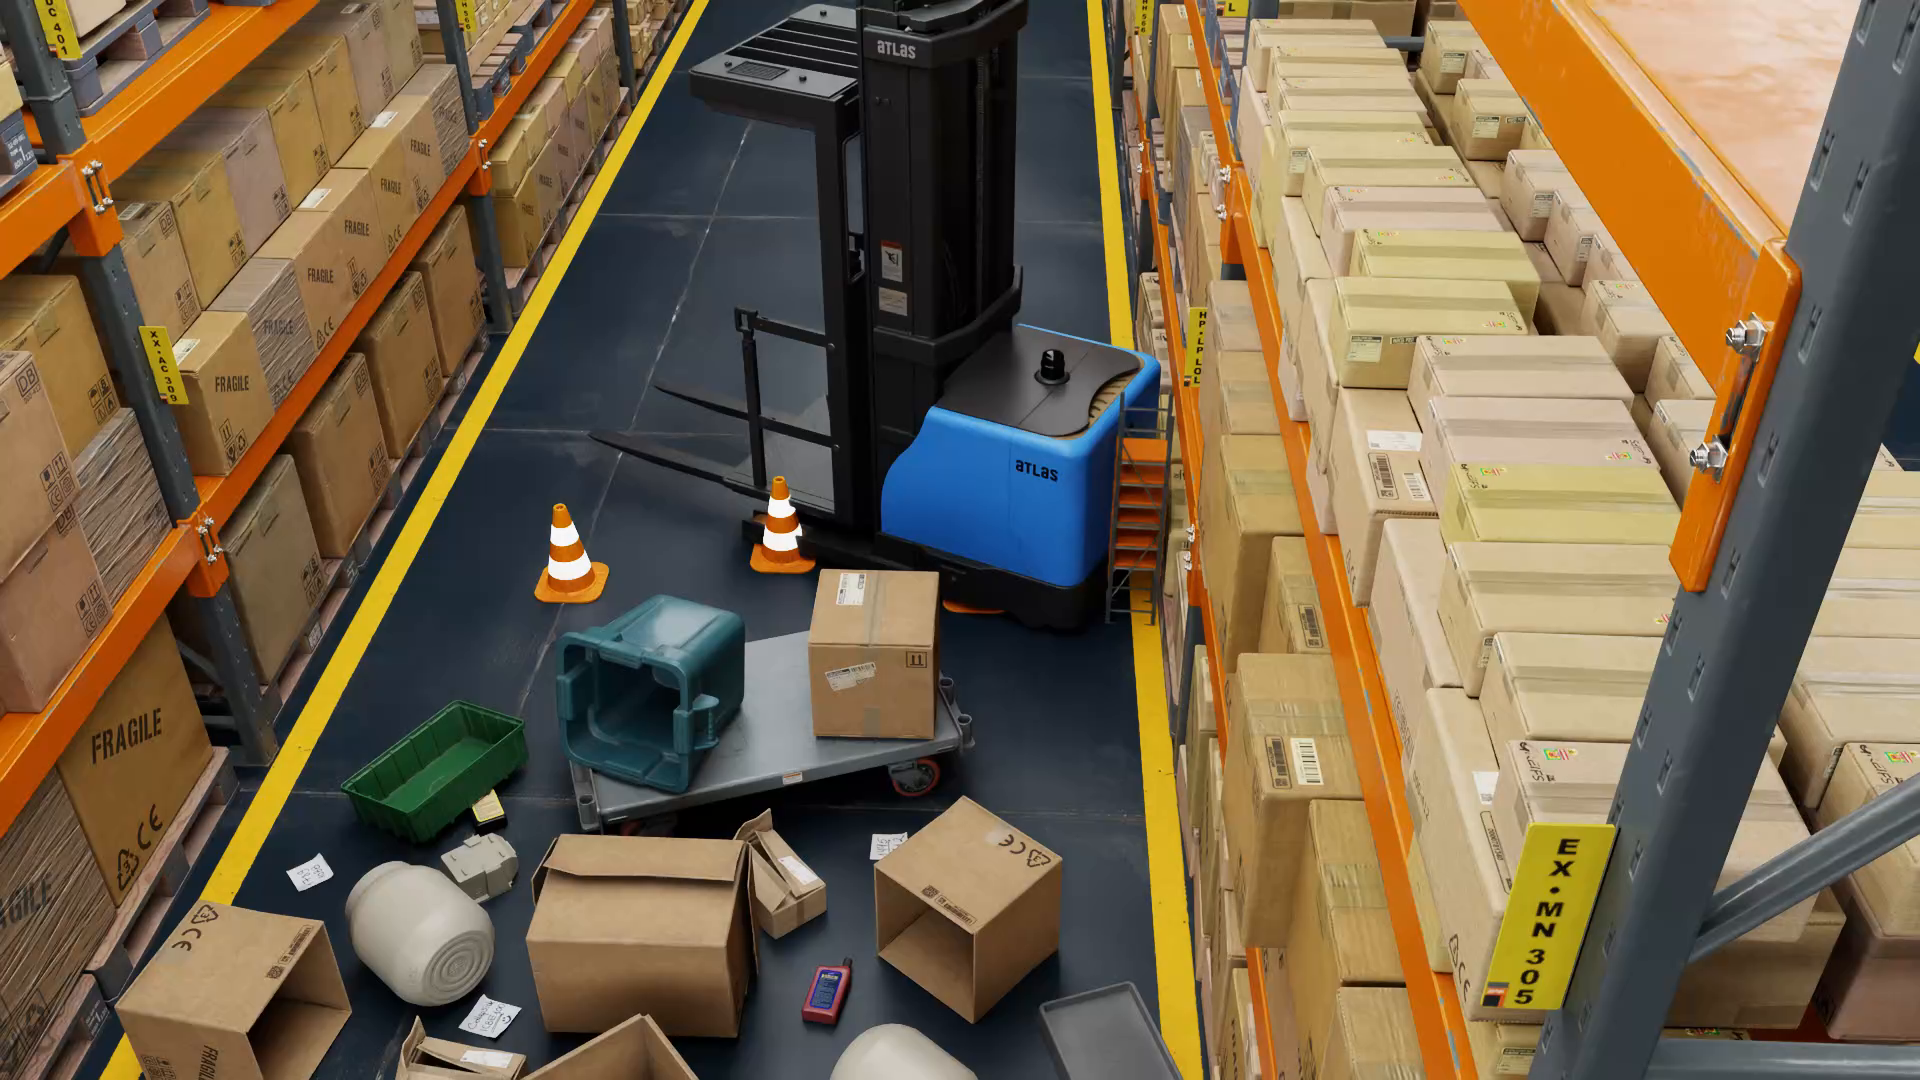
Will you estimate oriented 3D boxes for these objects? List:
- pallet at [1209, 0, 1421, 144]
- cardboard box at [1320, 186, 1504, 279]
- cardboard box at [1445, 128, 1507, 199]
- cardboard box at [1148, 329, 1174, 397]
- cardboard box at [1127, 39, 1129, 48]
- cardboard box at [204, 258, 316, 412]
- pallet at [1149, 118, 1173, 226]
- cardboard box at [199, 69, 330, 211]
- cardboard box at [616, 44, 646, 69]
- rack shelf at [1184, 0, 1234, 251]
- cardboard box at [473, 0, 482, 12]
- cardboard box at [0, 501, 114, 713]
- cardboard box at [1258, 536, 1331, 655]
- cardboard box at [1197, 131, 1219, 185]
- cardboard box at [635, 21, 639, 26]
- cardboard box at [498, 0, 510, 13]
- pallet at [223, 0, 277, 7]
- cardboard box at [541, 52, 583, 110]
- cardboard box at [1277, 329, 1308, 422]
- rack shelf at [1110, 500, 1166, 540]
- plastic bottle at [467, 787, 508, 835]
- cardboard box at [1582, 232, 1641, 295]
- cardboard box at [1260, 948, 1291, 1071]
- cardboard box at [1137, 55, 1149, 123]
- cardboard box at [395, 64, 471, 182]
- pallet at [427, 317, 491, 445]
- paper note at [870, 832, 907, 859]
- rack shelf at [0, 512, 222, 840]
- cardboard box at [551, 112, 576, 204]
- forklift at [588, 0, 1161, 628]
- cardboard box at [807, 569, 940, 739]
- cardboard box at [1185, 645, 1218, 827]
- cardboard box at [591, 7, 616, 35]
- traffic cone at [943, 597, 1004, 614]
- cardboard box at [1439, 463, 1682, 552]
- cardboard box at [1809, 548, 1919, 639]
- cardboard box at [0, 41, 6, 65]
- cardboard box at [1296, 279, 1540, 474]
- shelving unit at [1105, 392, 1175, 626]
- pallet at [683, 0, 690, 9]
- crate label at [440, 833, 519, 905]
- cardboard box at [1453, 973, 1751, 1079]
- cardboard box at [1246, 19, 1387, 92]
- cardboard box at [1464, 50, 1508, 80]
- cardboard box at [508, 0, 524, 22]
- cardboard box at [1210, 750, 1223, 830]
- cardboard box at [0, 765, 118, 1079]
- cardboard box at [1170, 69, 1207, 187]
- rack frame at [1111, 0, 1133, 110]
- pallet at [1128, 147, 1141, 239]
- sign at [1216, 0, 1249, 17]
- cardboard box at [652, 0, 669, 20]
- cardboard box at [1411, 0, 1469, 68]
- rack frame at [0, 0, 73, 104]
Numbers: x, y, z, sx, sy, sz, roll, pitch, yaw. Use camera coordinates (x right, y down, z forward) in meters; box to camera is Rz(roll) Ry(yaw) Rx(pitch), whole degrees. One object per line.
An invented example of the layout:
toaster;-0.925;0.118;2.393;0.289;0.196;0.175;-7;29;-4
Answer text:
pallet;1.565;-1.720;6.089;1.213;0.211;1.003;1;35;2
cardboard box;1.097;-0.745;4.063;0.380;0.149;0.250;1;35;1
cardboard box;1.665;-0.955;4.708;0.500;0.250;0.500;1;35;1
cardboard box;1.540;-0.863;9.236;0.950;0.372;0.625;1;35;1
cardboard box;1.887;-4.295;14.062;0.875;0.438;0.875;1;35;1
cardboard box;-3.207;-0.900;7.281;0.500;0.500;0.500;2;35;2
pallet;1.672;-2.025;9.135;1.213;0.211;1.003;1;35;2
cardboard box;-3.442;-1.885;7.812;0.700;0.500;0.500;1;35;1
cardboard box;-2.860;-4.077;14.002;0.380;0.149;0.250;0;35;0
rack shelf;1.514;-2.299;7.375;1.077;0.370;4.000;1;35;2
cardboard box;-3.136;-3.299;10.118;0.380;0.149;0.250;0;35;1
cardboard box;-3.519;0.194;5.681;0.875;0.550;0.550;1;35;2
cardboard box;1.180;0.341;4.386;0.700;0.500;0.500;1;35;2
cardboard box;1.229;-1.642;7.148;0.380;0.149;0.250;0;35;0
cardboard box;-2.940;-4.345;14.125;0.380;0.149;0.250;2;35;2
cardboard box;-3.110;-3.490;10.647;0.380;0.149;0.250;1;35;2
pallet;-3.371;-2.708;7.495;1.003;0.211;1.213;3;35;4
cardboard box;-3.014;-3.293;11.929;0.500;0.250;0.500;0;35;0
cardboard box;1.036;-0.430;4.308;0.380;0.149;0.250;1;35;1
rack shelf;0.839;-0.090;7.853;0.258;0.103;0.180;3;36;4
plastic bottle;-2.020;1.122;7.046;0.133;0.061;0.283;-17;38;-22
cardboard box;1.672;-0.588;3.840;0.380;0.149;0.250;2;35;3
cardboard box;1.068;1.025;4.283;0.500;0.500;0.500;1;35;2
cardboard box;1.355;-2.750;10.131;0.500;0.250;0.500;0;35;0
cardboard box;-3.106;-2.347;9.340;0.500;0.500;0.500;1;35;2
pallet;-3.463;-0.979;9.906;1.003;0.211;1.213;1;35;2
paper note;-0.292;1.263;6.872;0.148;0.019;0.142;1;35;2
rack shelf;-3.597;1.170;5.048;1.077;0.370;4.000;1;35;2
cardboard box;-3.040;-2.705;11.745;0.500;0.500;0.500;0;35;1
forklift;-0.552;-1.365;8.089;3.031;2.935;1.130;17;38;22
cardboard box;-0.346;0.472;6.931;0.500;0.500;0.500;1;35;2
cardboard box;1.140;0.762;6.377;0.500;0.500;0.500;3;35;4
cardboard box;-2.974;-4.312;13.819;0.380;0.149;0.250;3;35;4
traffic cone;0.084;0.076;8.185;0.336;0.463;0.334;1;35;2
cardboard box;1.094;-0.010;3.017;0.380;0.149;0.250;2;35;2
cardboard box;1.557;0.143;2.799;0.380;0.149;0.250;1;35;2
cardboard box;-3.280;-1.485;5.011;0.500;0.250;0.500;1;35;1
cardboard box;1.080;-0.384;3.897;0.500;0.250;0.500;2;35;2
shelving unit;0.839;-0.126;7.827;0.258;1.200;0.189;3;36;4
pallet;-3.106;-5.517;16.363;1.003;0.211;1.213;1;35;2
crate label;-1.942;1.319;6.700;0.298;0.136;0.250;-24;42;-30
cardboard box;1.008;0.745;2.637;0.380;0.149;0.250;1;35;2
cardboard box;1.095;-1.494;5.130;0.380;0.149;0.250;1;35;1
cardboard box;1.705;-1.330;4.895;0.380;0.149;0.250;0;35;1
cardboard box;-3.097;-3.510;10.935;0.380;0.149;0.250;2;35;3
cardboard box;1.056;0.862;5.670;0.380;0.149;0.250;3;35;4
cardboard box;-3.644;1.302;5.717;0.875;0.875;0.875;2;35;2
cardboard box;1.316;-1.992;8.210;0.500;0.500;0.500;2;35;3
rack frame;1.755;-4.813;12.936;1.000;3.000;0.127;1;35;2
pallet;1.753;-2.525;12.105;1.003;0.211;1.213;1;35;2
sign;0.879;-1.828;5.287;0.100;0.325;0.005;1;35;2
cardboard box;-2.848;-4.823;15.064;0.380;0.149;0.250;0;35;1
cardboard box;1.858;-1.881;5.920;0.500;0.250;0.500;0;35;1
rack frame;-3.517;-2.728;4.751;1.000;3.000;0.127;1;35;2
